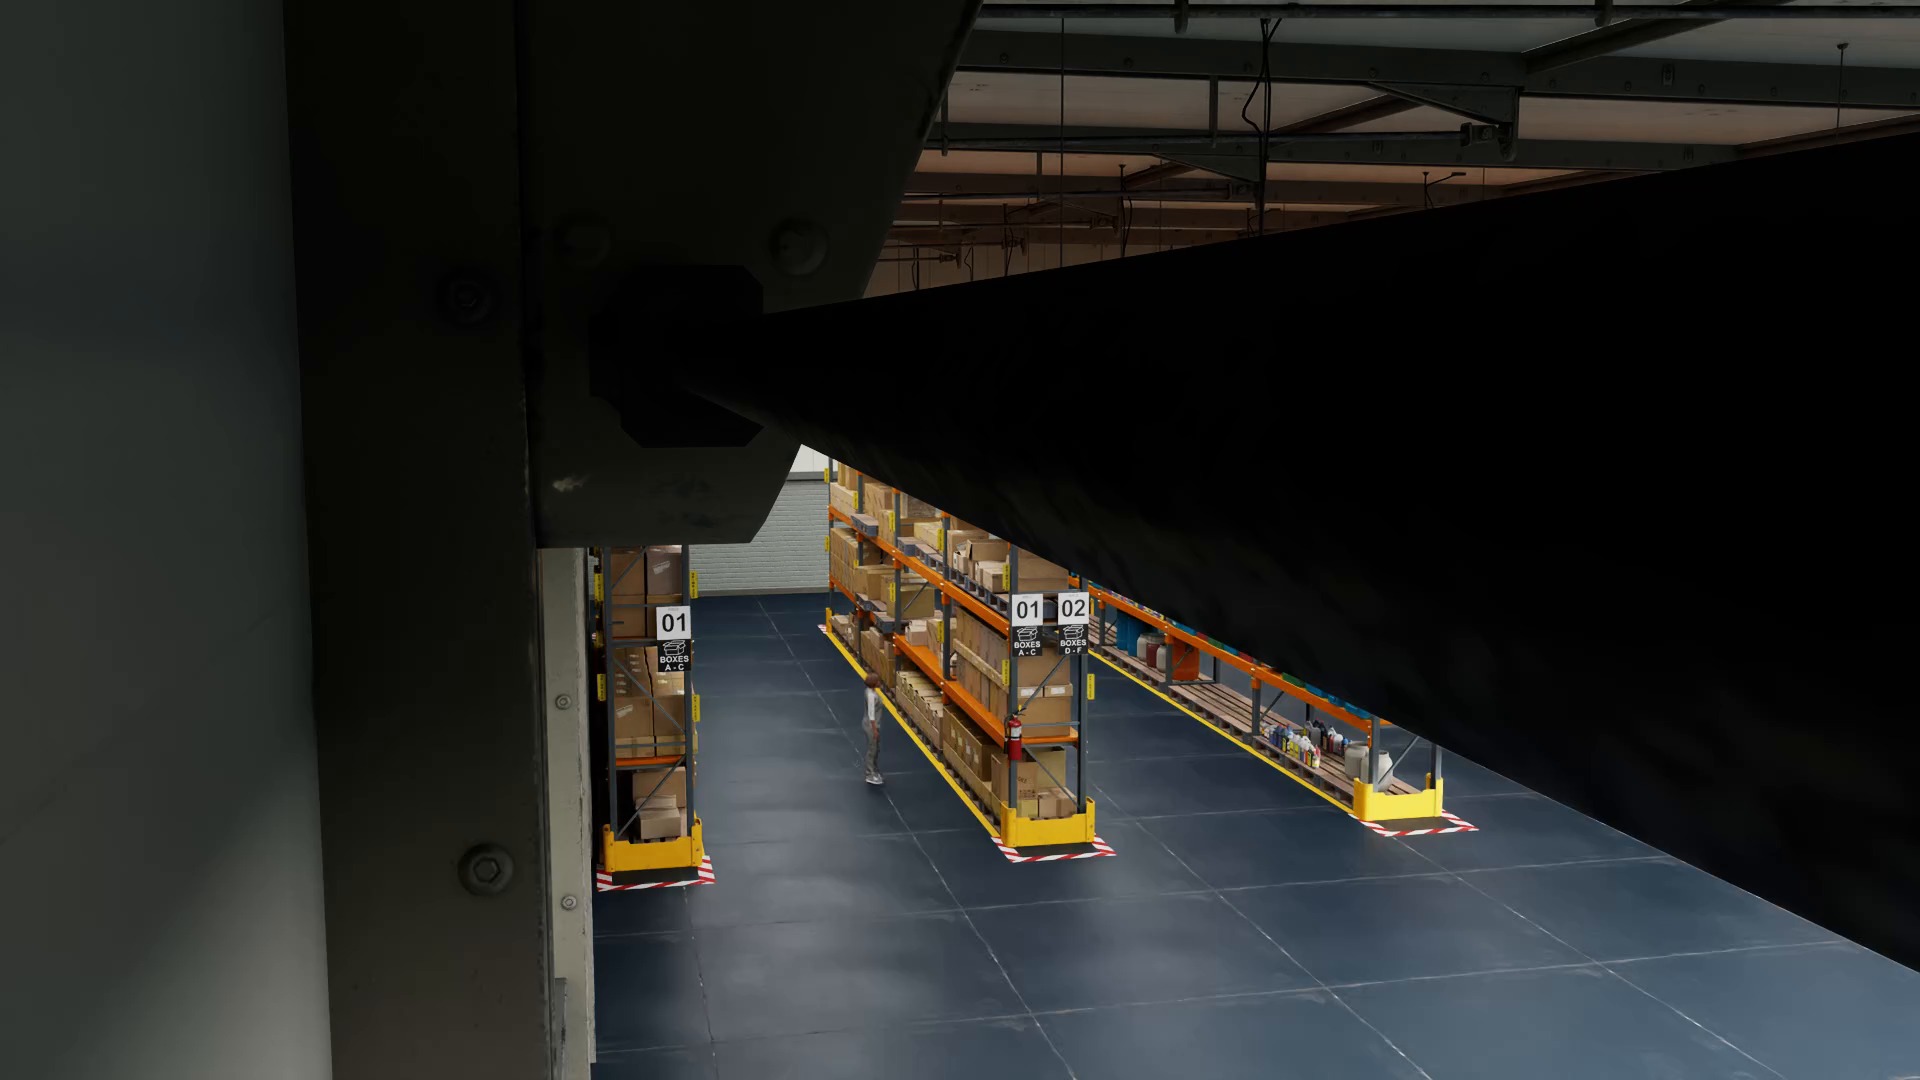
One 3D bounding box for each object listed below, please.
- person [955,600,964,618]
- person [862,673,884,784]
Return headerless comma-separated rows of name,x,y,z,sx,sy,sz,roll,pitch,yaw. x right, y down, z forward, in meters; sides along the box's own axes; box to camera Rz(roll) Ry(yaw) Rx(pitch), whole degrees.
person,0.167,1.395,34.283,0.627,1.723,0.991,-2,7,-15
person,-1.256,2.729,23.992,0.332,1.659,0.500,0,7,1
